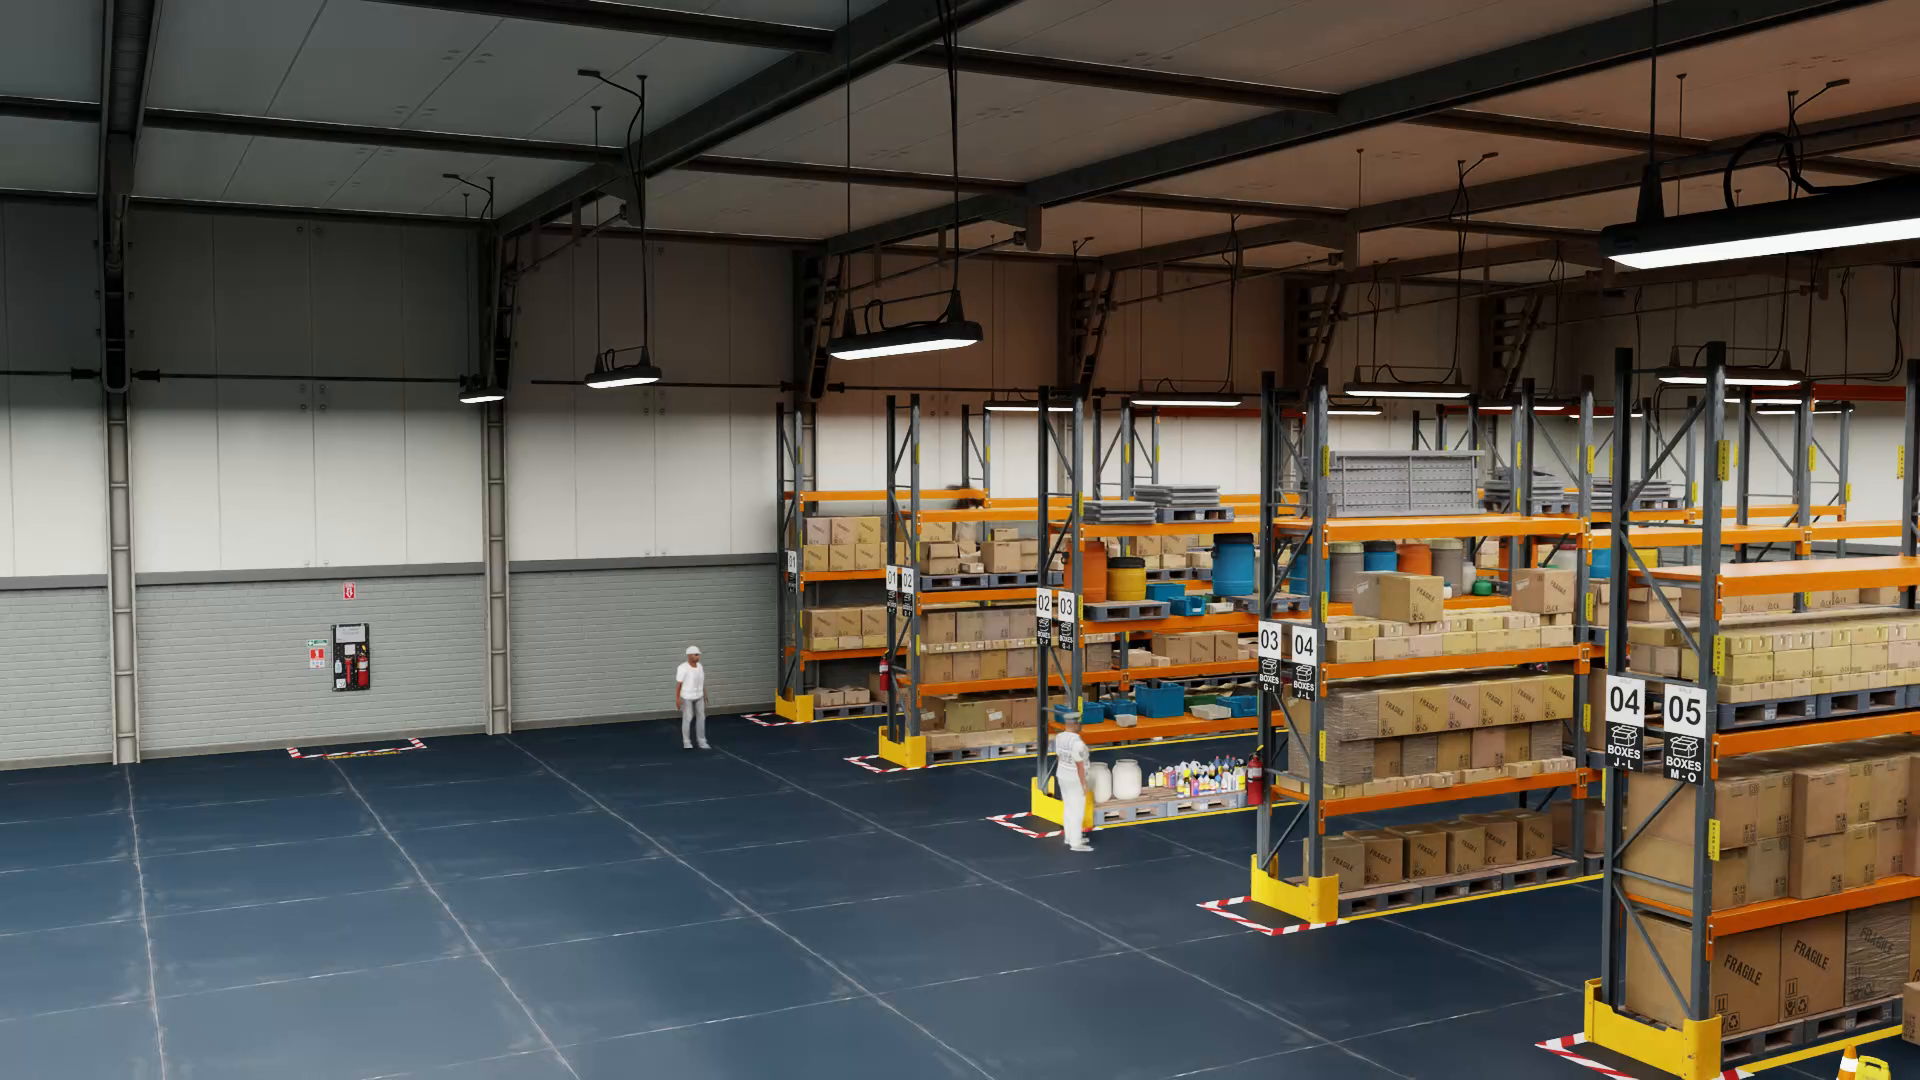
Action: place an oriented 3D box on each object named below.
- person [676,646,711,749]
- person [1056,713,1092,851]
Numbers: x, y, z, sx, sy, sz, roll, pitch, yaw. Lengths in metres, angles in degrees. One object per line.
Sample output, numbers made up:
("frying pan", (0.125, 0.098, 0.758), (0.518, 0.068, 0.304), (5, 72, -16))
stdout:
("person", (-4.557, 2.701, 28.331), (0.439, 1.796, 0.672), (3, 4, 39))
("person", (1.502, 3.091, 21.357), (0.487, 1.756, 0.579), (-1, 3, -17))
